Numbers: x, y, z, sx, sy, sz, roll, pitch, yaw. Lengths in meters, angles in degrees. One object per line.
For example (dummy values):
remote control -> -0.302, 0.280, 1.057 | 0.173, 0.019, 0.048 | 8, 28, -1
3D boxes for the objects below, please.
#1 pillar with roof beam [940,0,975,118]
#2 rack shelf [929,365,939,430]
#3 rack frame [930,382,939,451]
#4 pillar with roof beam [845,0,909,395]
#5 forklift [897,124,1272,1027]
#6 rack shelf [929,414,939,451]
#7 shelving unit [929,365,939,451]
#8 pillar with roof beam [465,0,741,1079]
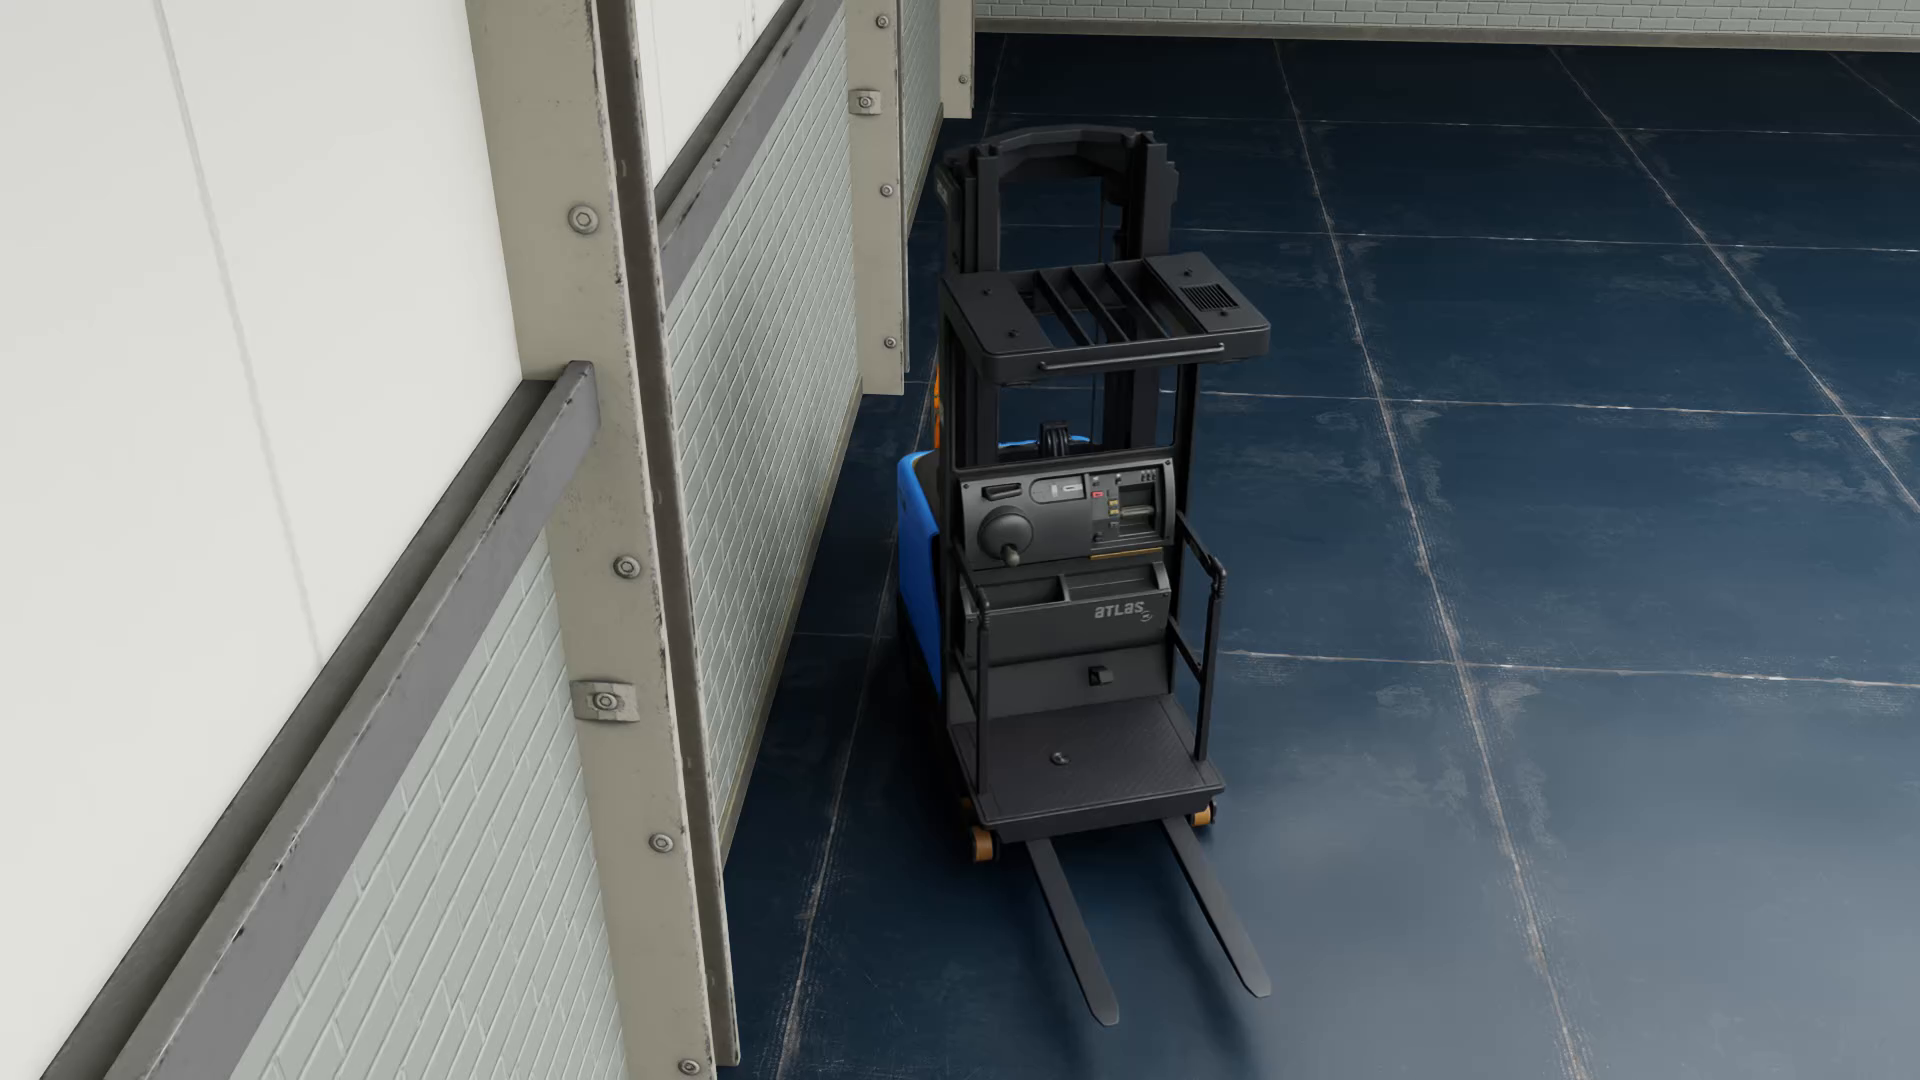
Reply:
pillar with roof beam -> 4.262, -7.862, 13.711 | 9.100, 9.000, 0.400 | 2, 32, 4
rack shelf -> -0.013, -0.759, 8.869 | 0.258, 0.148, 0.480 | 2, 32, 4
rack frame -> -0.033, -0.297, 8.868 | 0.240, 1.200, 0.015 | 2, 32, 4
pillar with roof beam -> 3.773, -4.725, 8.620 | 9.100, 9.000, 0.400 | 2, 32, 4
forklift -> 0.511, -0.065, 6.842 | 1.130, 2.935, 3.031 | -7, 32, -11
rack shelf -> -0.013, -0.557, 8.993 | 0.258, 0.148, 0.480 | 2, 32, 4
shelving unit -> -0.013, -0.424, 9.075 | 0.258, 1.200, 0.503 | 2, 32, 4
pillar with roof beam -> 3.285, -1.587, 3.529 | 9.100, 9.000, 0.400 | 2, 32, 4
